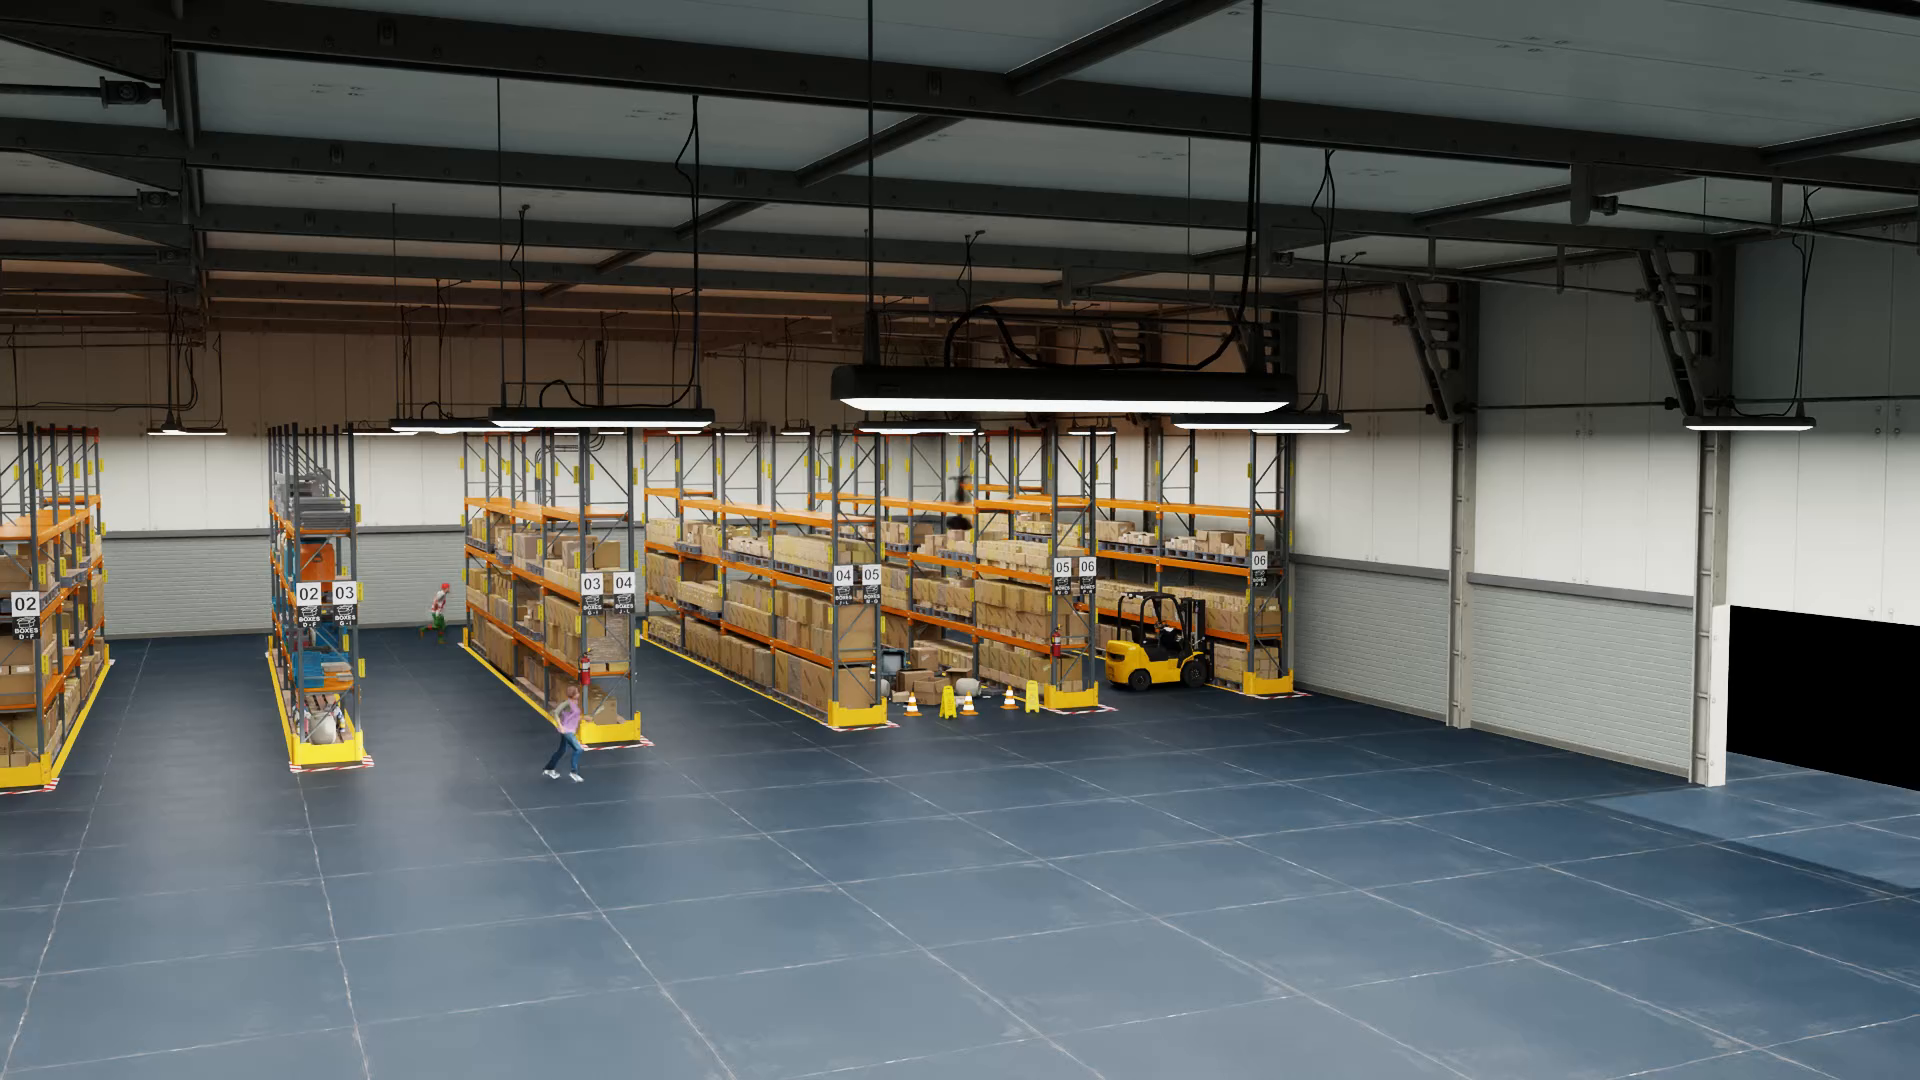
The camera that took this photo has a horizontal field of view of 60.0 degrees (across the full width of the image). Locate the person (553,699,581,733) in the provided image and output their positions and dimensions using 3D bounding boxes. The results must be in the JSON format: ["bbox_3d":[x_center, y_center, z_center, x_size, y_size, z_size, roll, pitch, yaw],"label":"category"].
[{"bbox_3d":[-6.542,2.934,27.728,0.415,0.590,0.472,0,3,-1],"label":"person"}]

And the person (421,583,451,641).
[{"bbox_3d":[-14.577,2.024,46.282,0.849,1.644,0.519,-1,4,-22],"label":"person"}]
